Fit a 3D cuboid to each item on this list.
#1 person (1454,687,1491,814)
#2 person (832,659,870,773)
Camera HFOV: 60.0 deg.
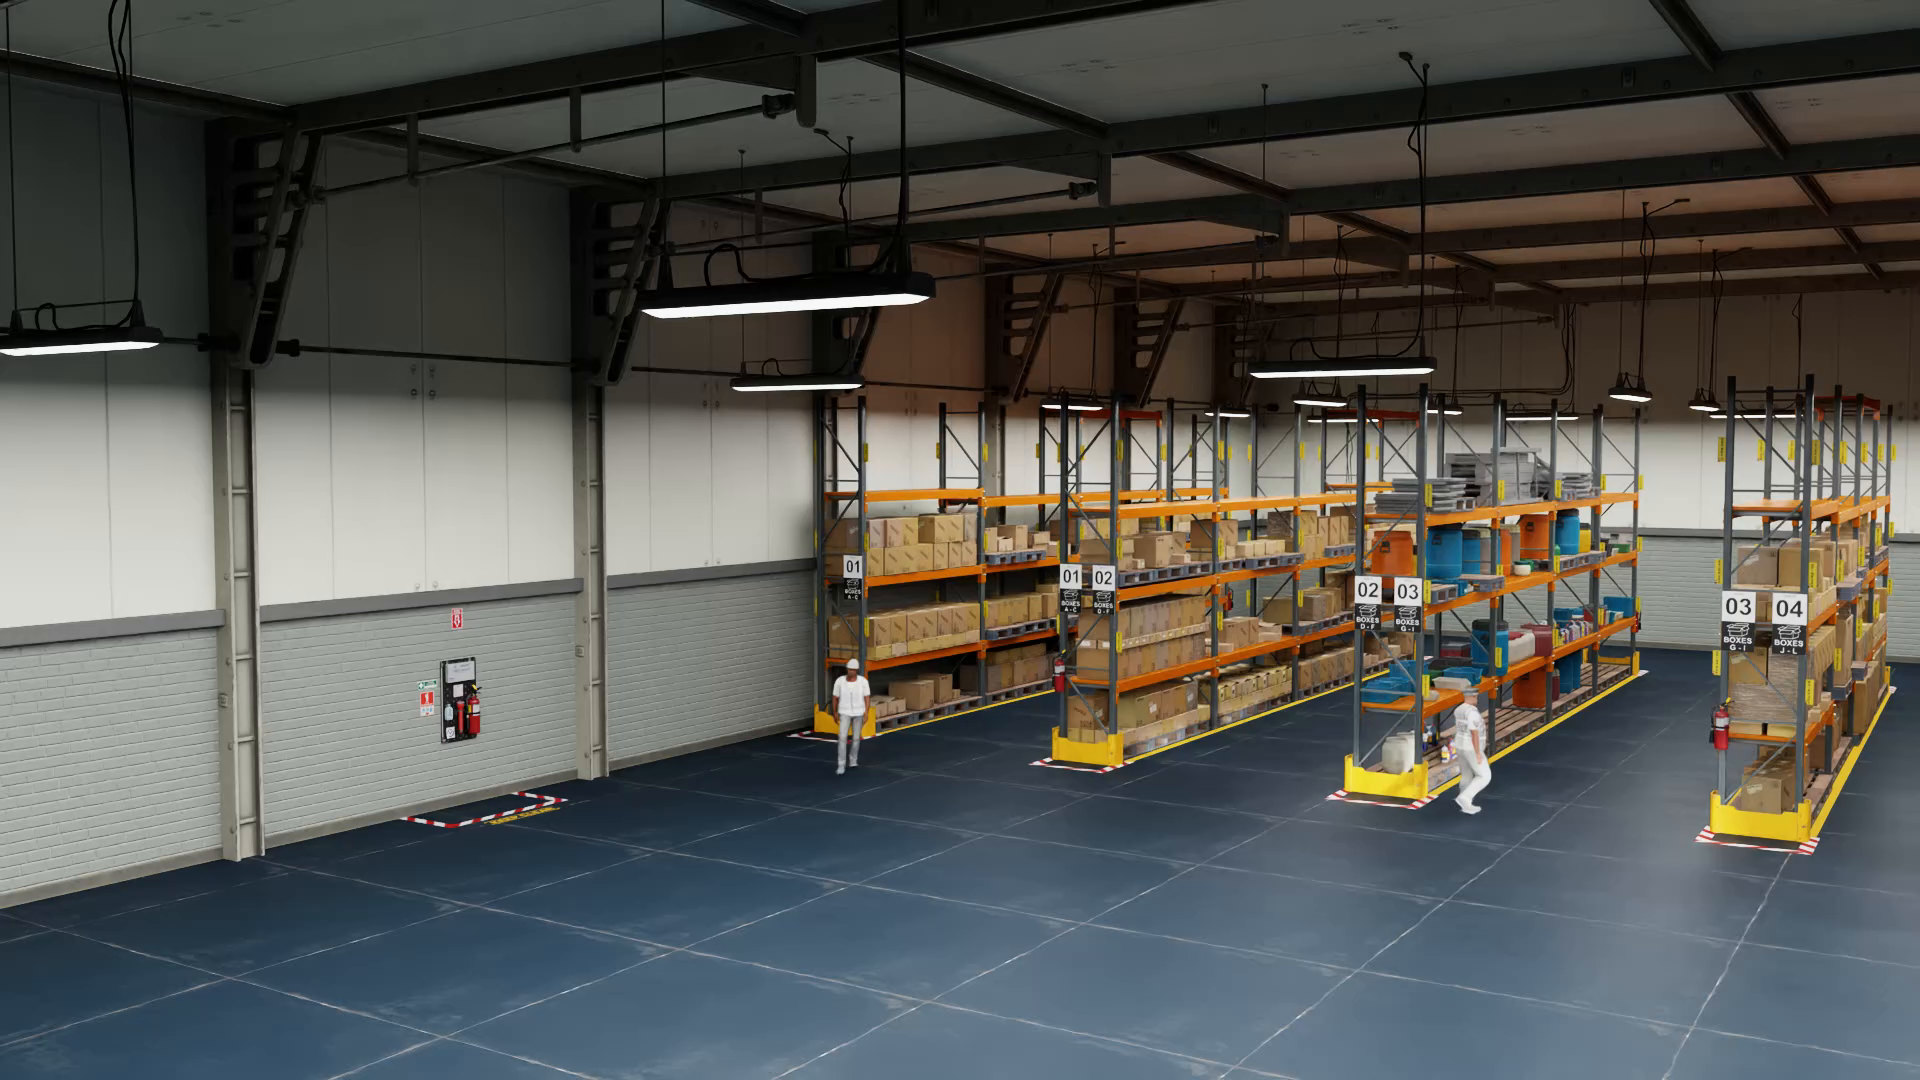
[{"bbox_3d":[7.044,2.924,23.074,0.515,1.742,0.650,-1,3,-12],"label":"person"},{"bbox_3d":[-1.699,2.739,26.122,0.590,1.734,0.843,0,3,-9],"label":"person"}]
